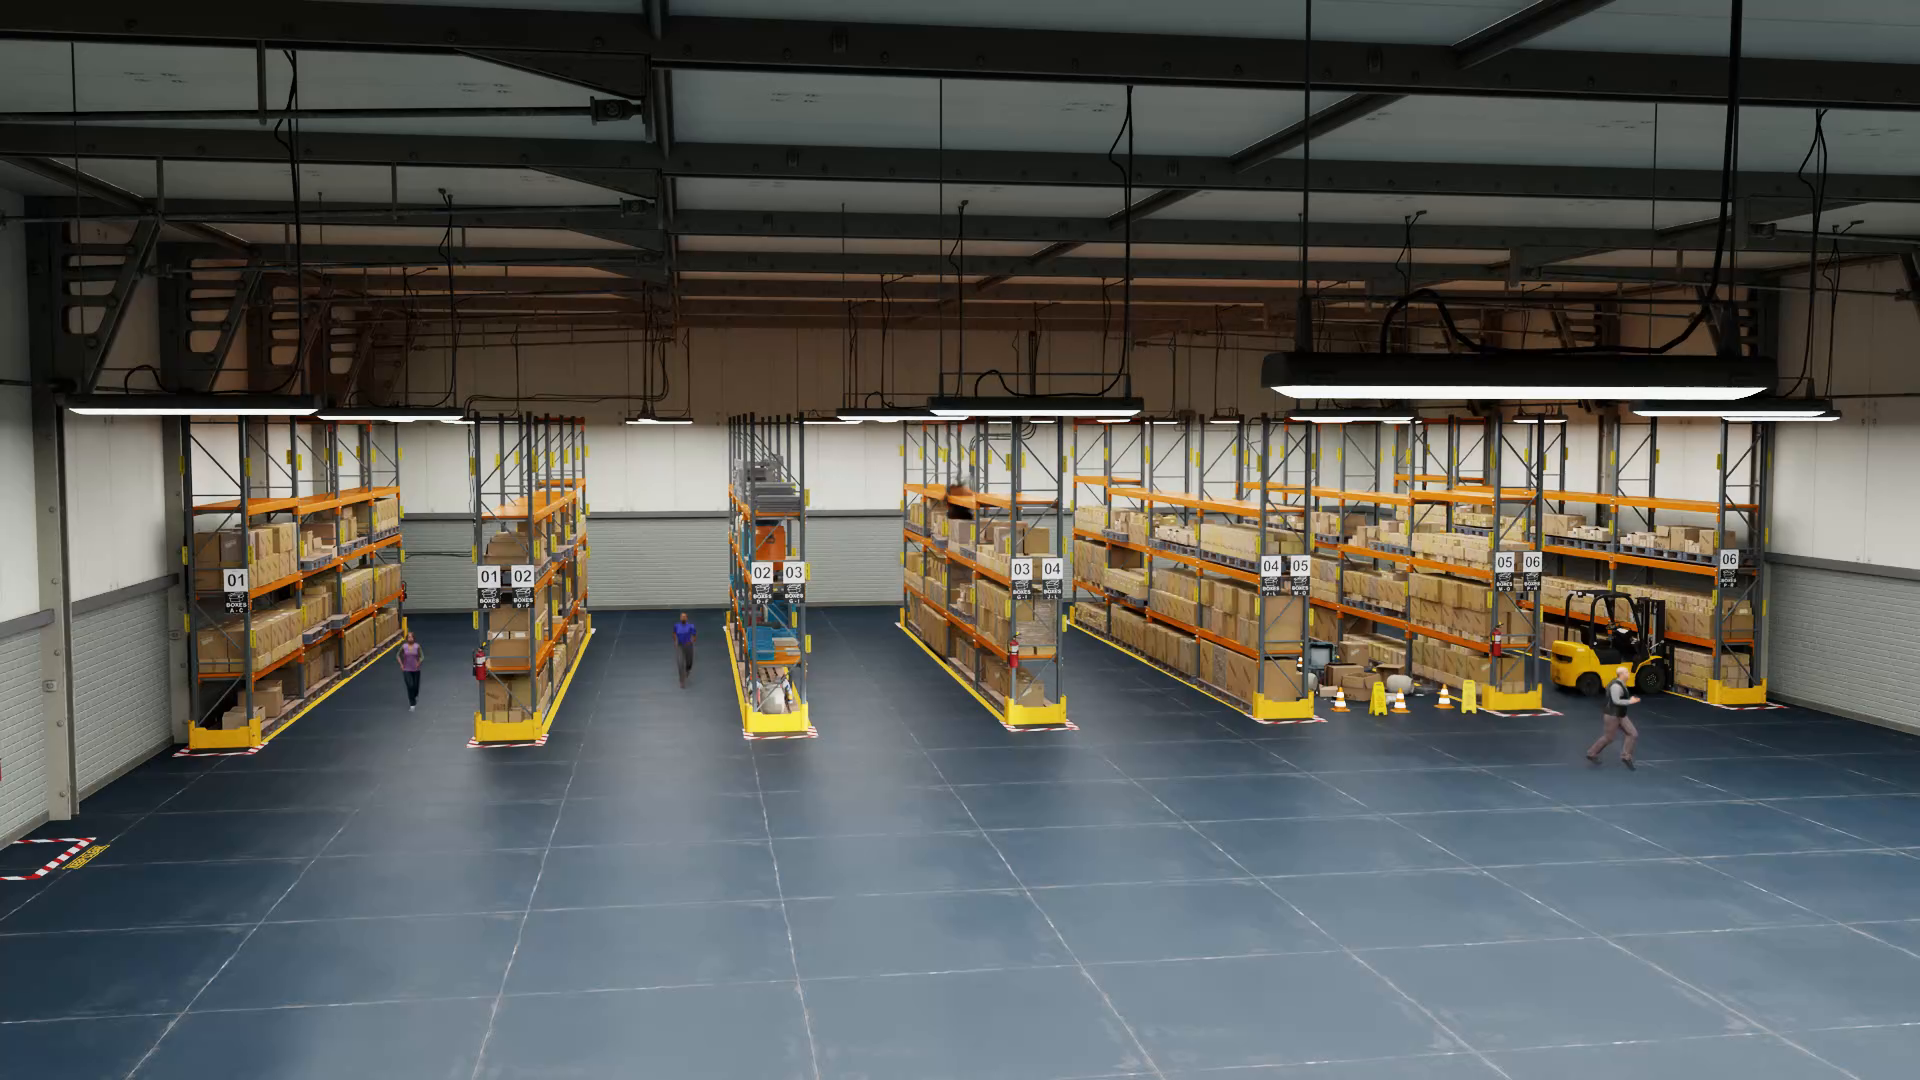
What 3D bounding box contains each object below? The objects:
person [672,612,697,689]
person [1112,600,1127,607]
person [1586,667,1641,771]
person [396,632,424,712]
[{"bbox_3d":[-6.083,2.440,36.796,0.547,1.641,1.069,-1,4,-9],"label":"person"},{"bbox_3d":[4.751,1.505,49.373,0.521,1.731,0.736,3,5,38],"label":"person"},{"bbox_3d":[10.933,2.981,27.817,0.851,1.763,0.678,3,5,33],"label":"person"},{"bbox_3d":[-11.116,2.651,33.643,0.547,1.588,0.669,-2,4,-21],"label":"person"}]
